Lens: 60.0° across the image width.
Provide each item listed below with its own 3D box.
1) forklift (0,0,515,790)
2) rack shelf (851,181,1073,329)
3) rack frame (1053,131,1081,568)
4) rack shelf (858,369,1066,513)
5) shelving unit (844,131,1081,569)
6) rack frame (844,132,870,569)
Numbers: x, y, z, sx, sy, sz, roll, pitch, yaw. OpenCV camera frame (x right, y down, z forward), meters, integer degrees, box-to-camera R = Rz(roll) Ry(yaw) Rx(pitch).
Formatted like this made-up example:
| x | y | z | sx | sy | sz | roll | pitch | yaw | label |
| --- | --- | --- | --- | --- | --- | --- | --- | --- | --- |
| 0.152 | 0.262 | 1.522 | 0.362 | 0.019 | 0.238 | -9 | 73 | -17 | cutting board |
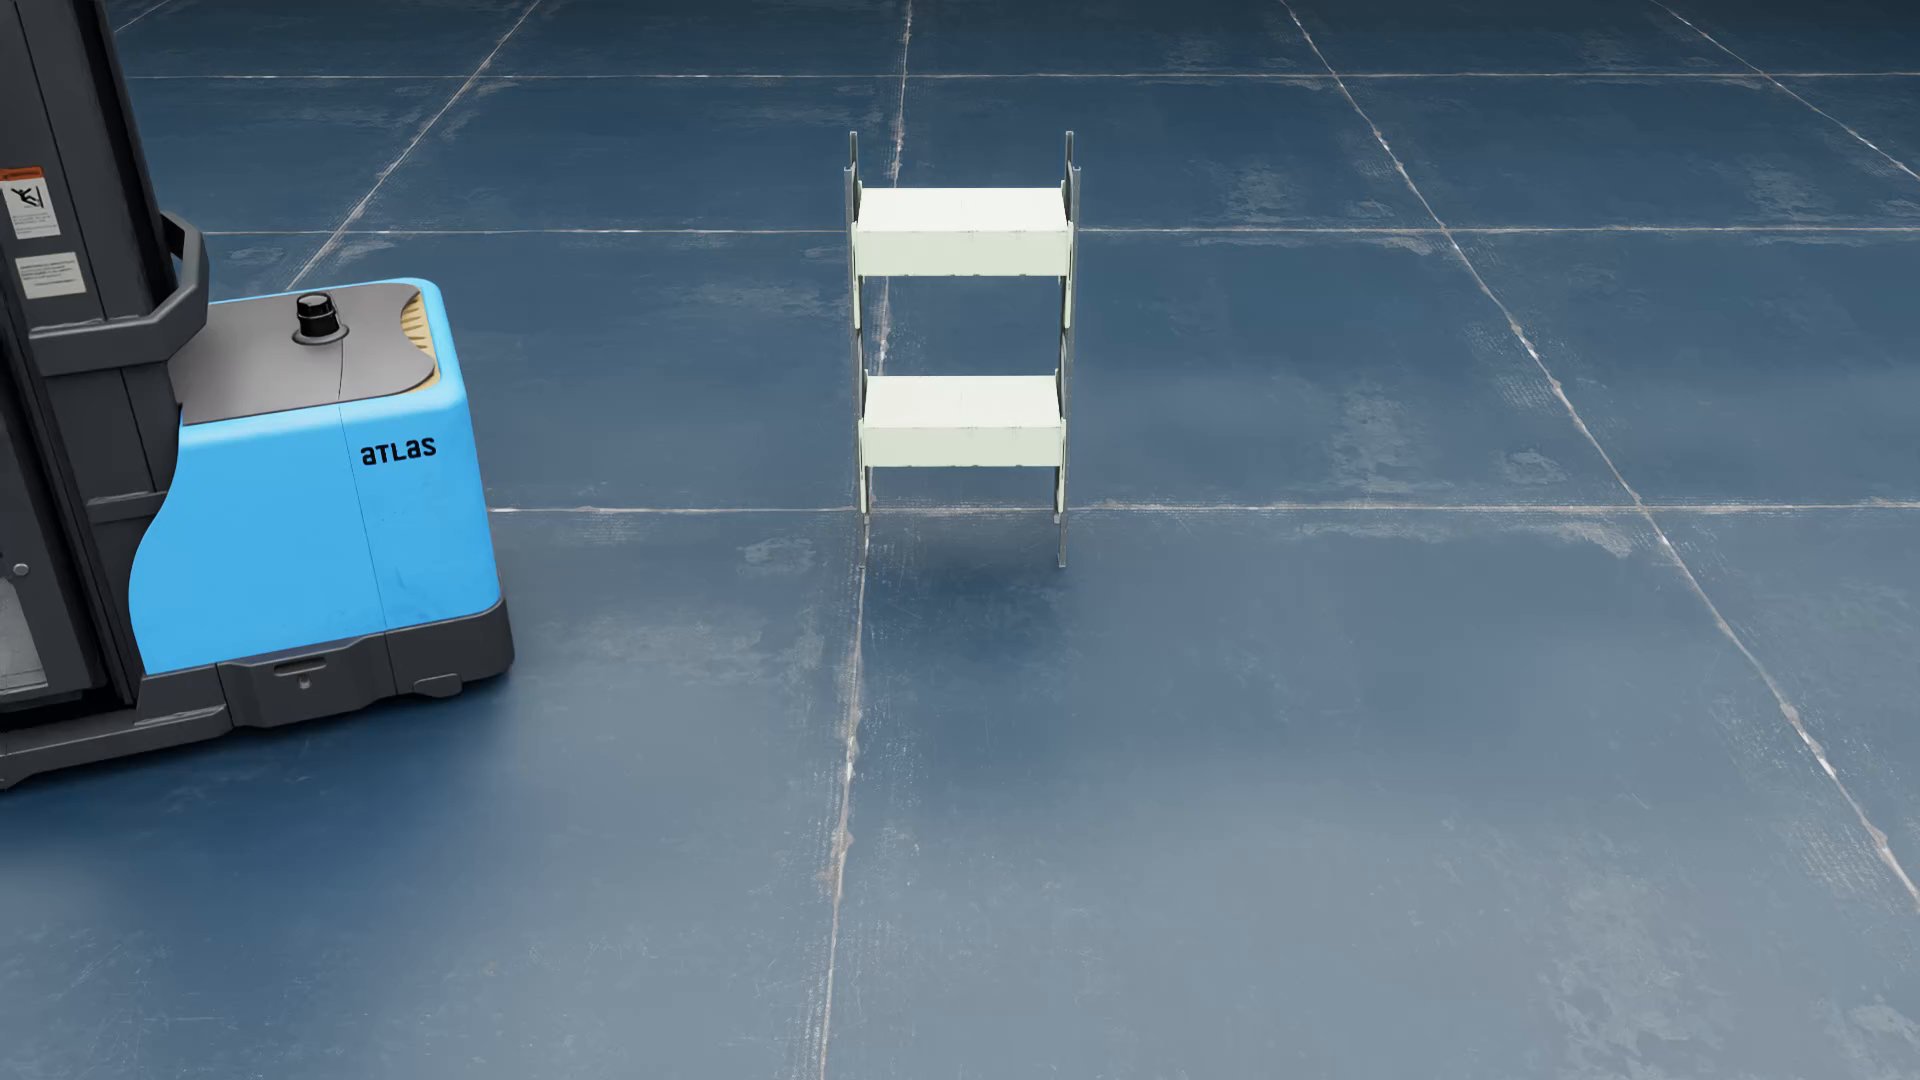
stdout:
| x | y | z | sx | sy | sz | roll | pitch | yaw | label |
| --- | --- | --- | --- | --- | --- | --- | --- | --- | --- |
| -3.037 | -0.749 | 4.660 | 3.031 | 2.935 | 1.130 | -11 | 33 | -17 | forklift |
| 0.007 | -0.975 | 5.659 | 0.720 | 0.370 | 0.431 | 0 | 31 | 0 | rack shelf |
| 0.373 | -0.642 | 5.863 | 0.023 | 1.500 | 0.400 | 0 | 31 | 0 | rack frame |
| 0.007 | -0.363 | 6.030 | 0.720 | 0.370 | 0.431 | 0 | 31 | 0 | rack shelf |
| 0.007 | -0.641 | 5.861 | 0.755 | 1.500 | 0.431 | 0 | 31 | 0 | shelving unit |
| -0.359 | -0.640 | 5.859 | 0.023 | 1.500 | 0.400 | 0 | 31 | 0 | rack frame |
